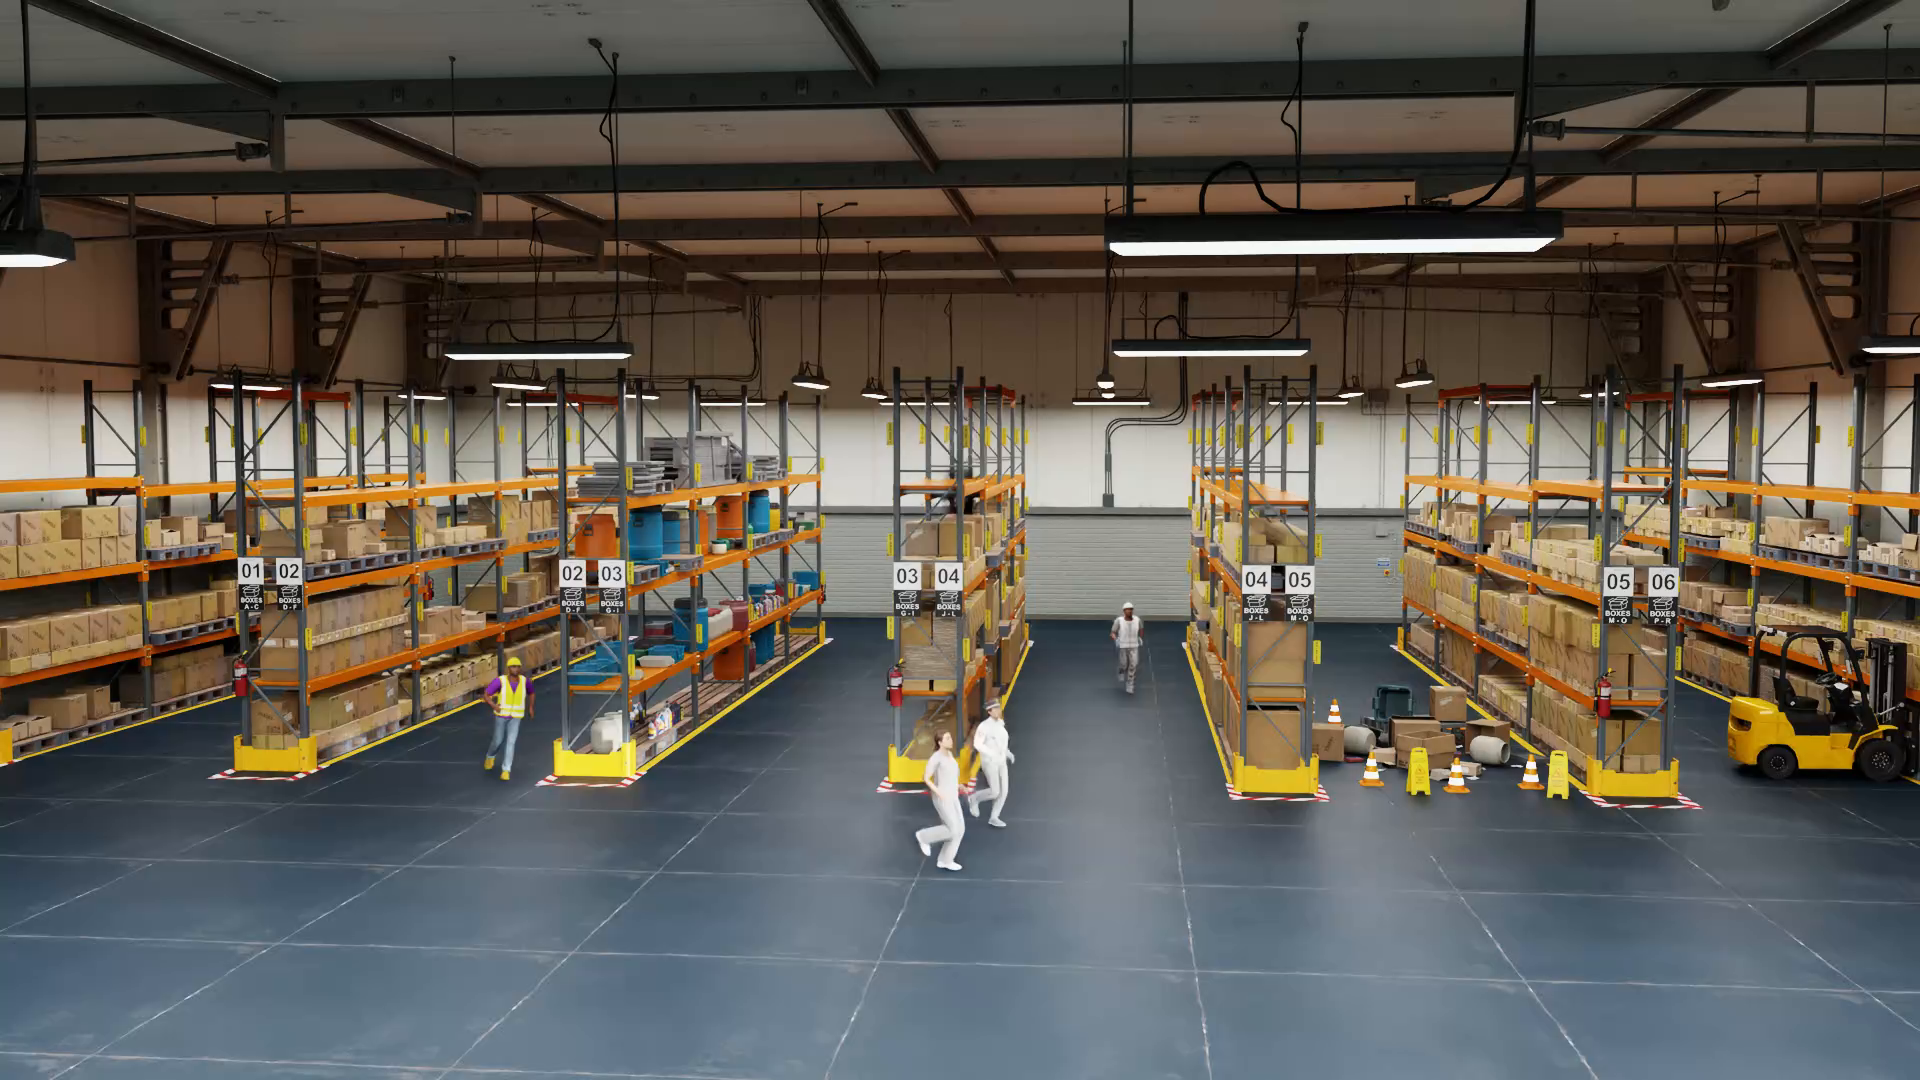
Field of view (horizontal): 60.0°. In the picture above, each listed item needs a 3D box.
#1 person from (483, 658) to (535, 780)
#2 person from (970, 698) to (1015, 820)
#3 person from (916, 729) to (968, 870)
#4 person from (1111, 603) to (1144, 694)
[{"bbox_3d":[-6.622,2.600,24.508,0.764,1.729,0.962,-2,4,-23],"label":"person"},{"bbox_3d":[0.425,2.818,21.395,0.548,1.591,0.608,3,5,40],"label":"person"},{"bbox_3d":[-0.210,2.997,19.288,0.573,1.626,0.565,2,4,30],"label":"person"},{"bbox_3d":[3.306,2.104,32.675,0.682,1.753,0.769,0,4,-7],"label":"person"}]
